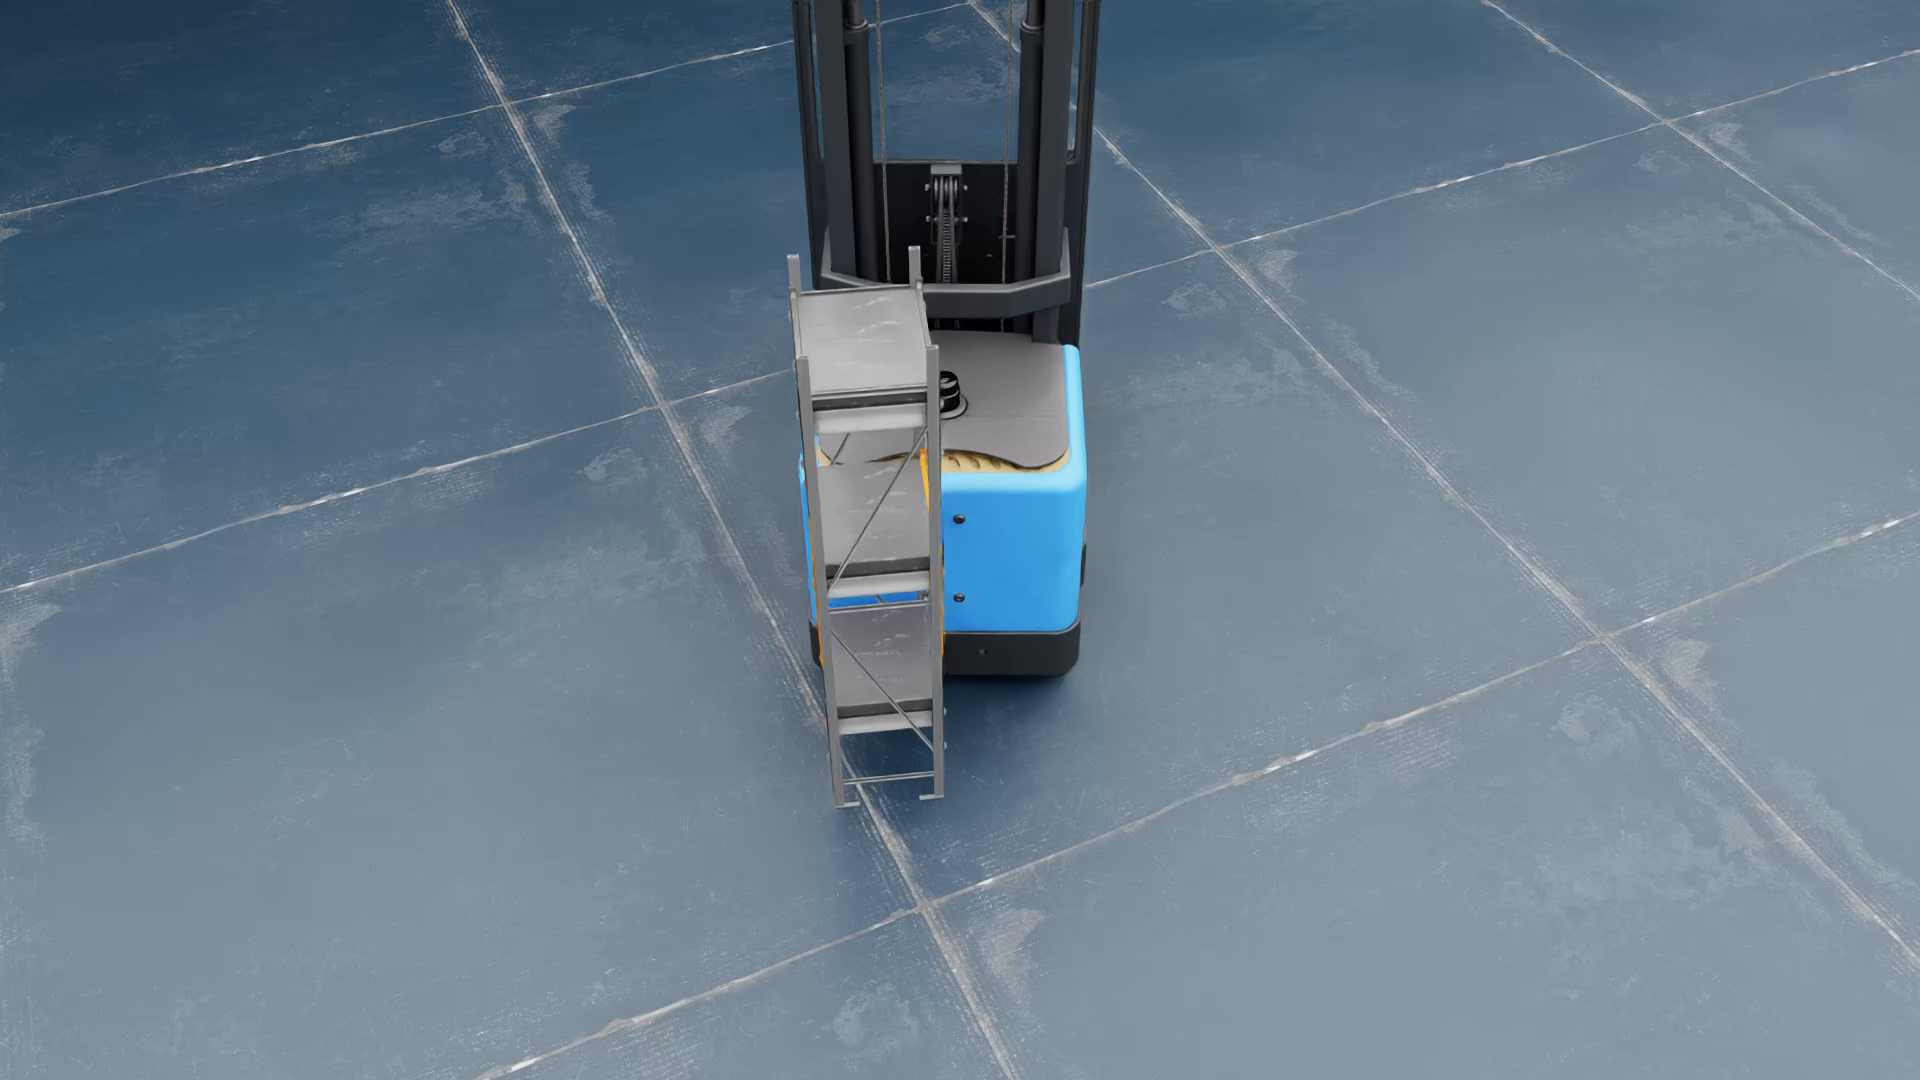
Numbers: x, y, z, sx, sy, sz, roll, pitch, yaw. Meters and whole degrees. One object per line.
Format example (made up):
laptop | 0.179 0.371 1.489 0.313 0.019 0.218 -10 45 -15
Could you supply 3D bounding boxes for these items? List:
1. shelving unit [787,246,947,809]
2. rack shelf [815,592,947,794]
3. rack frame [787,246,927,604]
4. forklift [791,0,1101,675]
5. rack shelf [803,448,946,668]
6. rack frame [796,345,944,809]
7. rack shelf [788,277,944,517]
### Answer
shelving unit | -0.289 0.050 5.573 0.431 2.100 0.503 -5 45 -5
rack shelf | -0.289 0.558 6.074 0.431 0.518 0.480 -5 45 -5
rack frame | -0.319 -0.120 5.746 0.400 2.100 0.015 -5 45 -5
forklift | -0.047 -1.531 6.583 1.130 2.935 3.031 0 45 0
rack shelf | -0.289 0.060 5.583 0.431 0.518 0.480 -5 45 -5
rack frame | -0.260 0.220 5.401 0.400 2.100 0.015 -5 45 -5
rack shelf | -0.289 -0.439 5.091 0.431 0.518 0.480 -5 45 -5
